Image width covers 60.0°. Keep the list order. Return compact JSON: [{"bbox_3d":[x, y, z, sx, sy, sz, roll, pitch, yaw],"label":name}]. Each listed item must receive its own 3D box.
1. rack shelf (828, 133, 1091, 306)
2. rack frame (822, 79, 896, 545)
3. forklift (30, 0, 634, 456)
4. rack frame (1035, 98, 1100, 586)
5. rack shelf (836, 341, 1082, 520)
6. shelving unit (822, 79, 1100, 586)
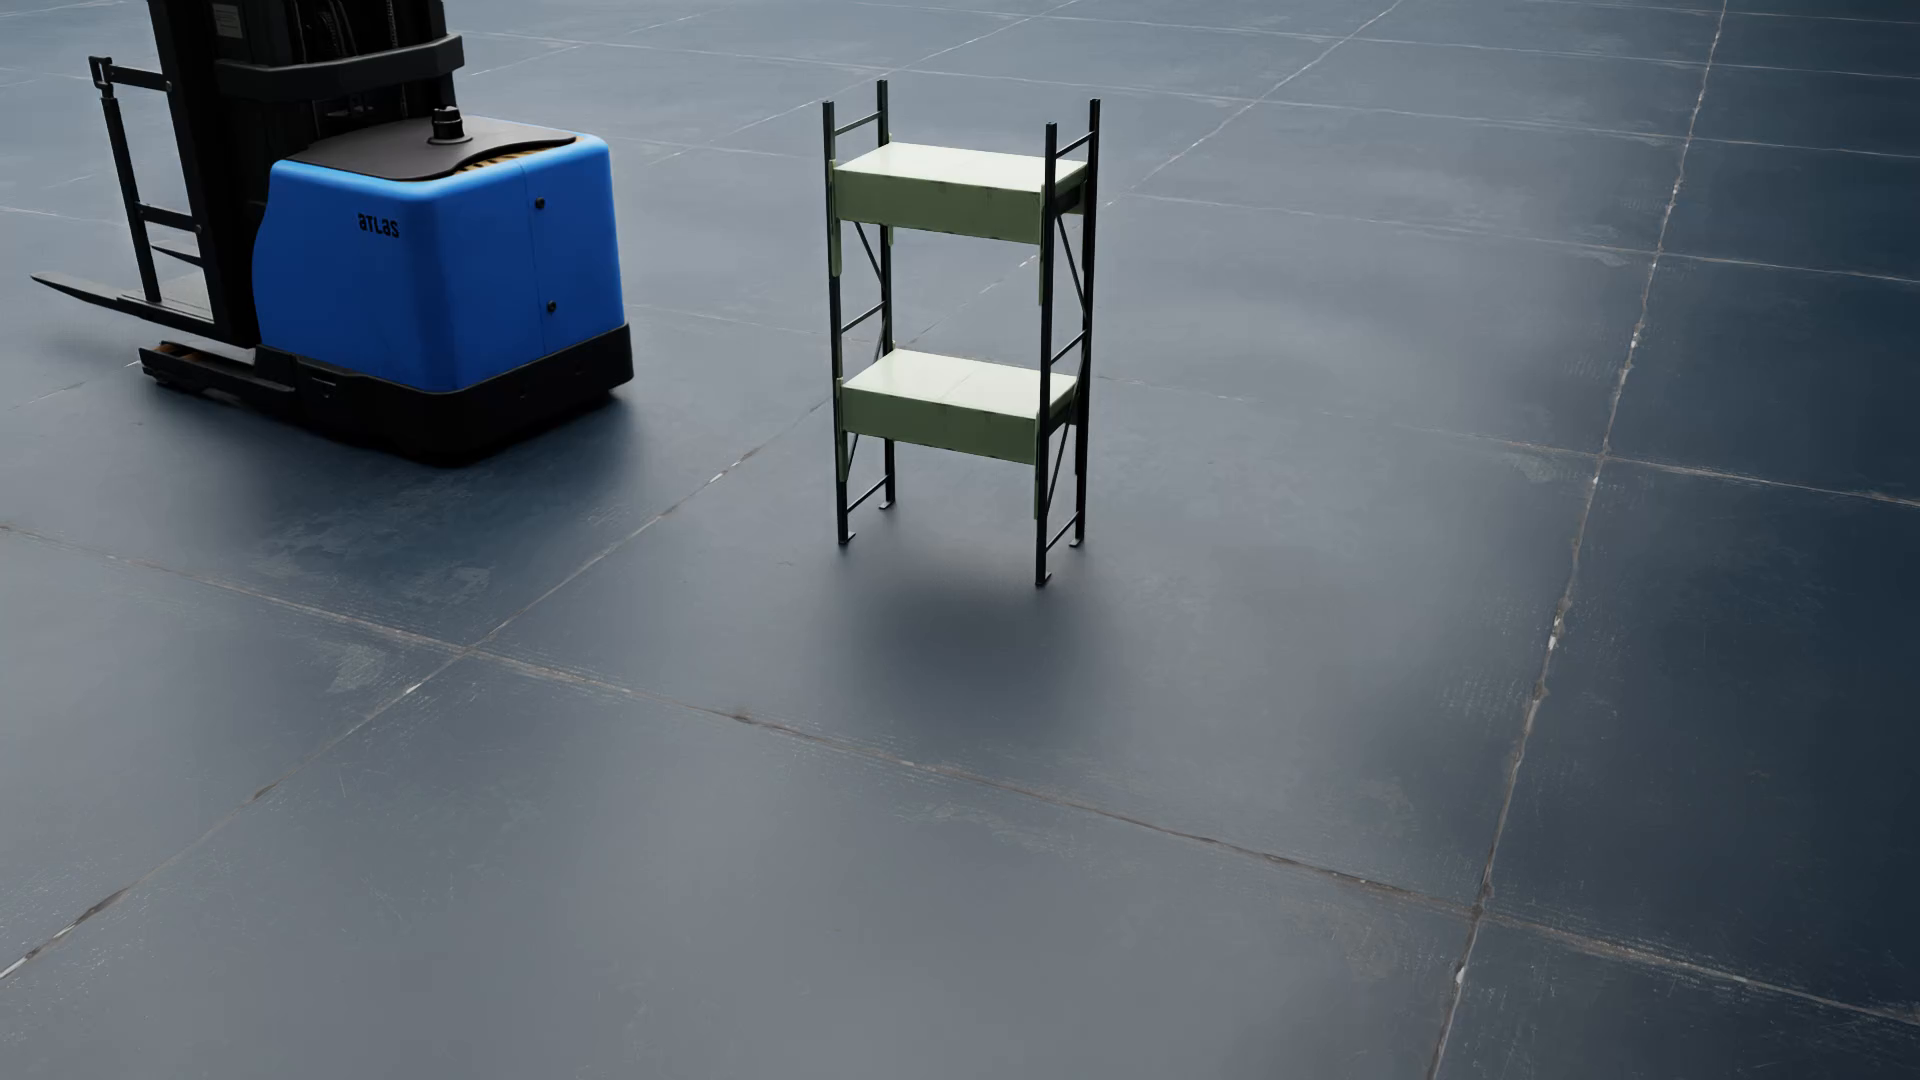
[{"bbox_3d":[0.006,-1.022,5.244,0.720,0.370,0.431,11,28,22],"label":"rack shelf"},{"bbox_3d":[-0.327,-0.739,5.552,0.023,1.500,0.400,11,28,22],"label":"rack frame"},{"bbox_3d":[-2.886,-2.114,6.725,3.031,2.935,1.130,16,30,29],"label":"forklift"},{"bbox_3d":[0.339,-0.605,5.280,0.023,1.500,0.400,11,28,22],"label":"rack frame"},{"bbox_3d":[0.006,-0.379,5.560,0.720,0.370,0.431,11,28,22],"label":"rack shelf"},{"bbox_3d":[0.006,-0.672,5.416,0.755,1.500,0.431,11,28,22],"label":"shelving unit"}]
